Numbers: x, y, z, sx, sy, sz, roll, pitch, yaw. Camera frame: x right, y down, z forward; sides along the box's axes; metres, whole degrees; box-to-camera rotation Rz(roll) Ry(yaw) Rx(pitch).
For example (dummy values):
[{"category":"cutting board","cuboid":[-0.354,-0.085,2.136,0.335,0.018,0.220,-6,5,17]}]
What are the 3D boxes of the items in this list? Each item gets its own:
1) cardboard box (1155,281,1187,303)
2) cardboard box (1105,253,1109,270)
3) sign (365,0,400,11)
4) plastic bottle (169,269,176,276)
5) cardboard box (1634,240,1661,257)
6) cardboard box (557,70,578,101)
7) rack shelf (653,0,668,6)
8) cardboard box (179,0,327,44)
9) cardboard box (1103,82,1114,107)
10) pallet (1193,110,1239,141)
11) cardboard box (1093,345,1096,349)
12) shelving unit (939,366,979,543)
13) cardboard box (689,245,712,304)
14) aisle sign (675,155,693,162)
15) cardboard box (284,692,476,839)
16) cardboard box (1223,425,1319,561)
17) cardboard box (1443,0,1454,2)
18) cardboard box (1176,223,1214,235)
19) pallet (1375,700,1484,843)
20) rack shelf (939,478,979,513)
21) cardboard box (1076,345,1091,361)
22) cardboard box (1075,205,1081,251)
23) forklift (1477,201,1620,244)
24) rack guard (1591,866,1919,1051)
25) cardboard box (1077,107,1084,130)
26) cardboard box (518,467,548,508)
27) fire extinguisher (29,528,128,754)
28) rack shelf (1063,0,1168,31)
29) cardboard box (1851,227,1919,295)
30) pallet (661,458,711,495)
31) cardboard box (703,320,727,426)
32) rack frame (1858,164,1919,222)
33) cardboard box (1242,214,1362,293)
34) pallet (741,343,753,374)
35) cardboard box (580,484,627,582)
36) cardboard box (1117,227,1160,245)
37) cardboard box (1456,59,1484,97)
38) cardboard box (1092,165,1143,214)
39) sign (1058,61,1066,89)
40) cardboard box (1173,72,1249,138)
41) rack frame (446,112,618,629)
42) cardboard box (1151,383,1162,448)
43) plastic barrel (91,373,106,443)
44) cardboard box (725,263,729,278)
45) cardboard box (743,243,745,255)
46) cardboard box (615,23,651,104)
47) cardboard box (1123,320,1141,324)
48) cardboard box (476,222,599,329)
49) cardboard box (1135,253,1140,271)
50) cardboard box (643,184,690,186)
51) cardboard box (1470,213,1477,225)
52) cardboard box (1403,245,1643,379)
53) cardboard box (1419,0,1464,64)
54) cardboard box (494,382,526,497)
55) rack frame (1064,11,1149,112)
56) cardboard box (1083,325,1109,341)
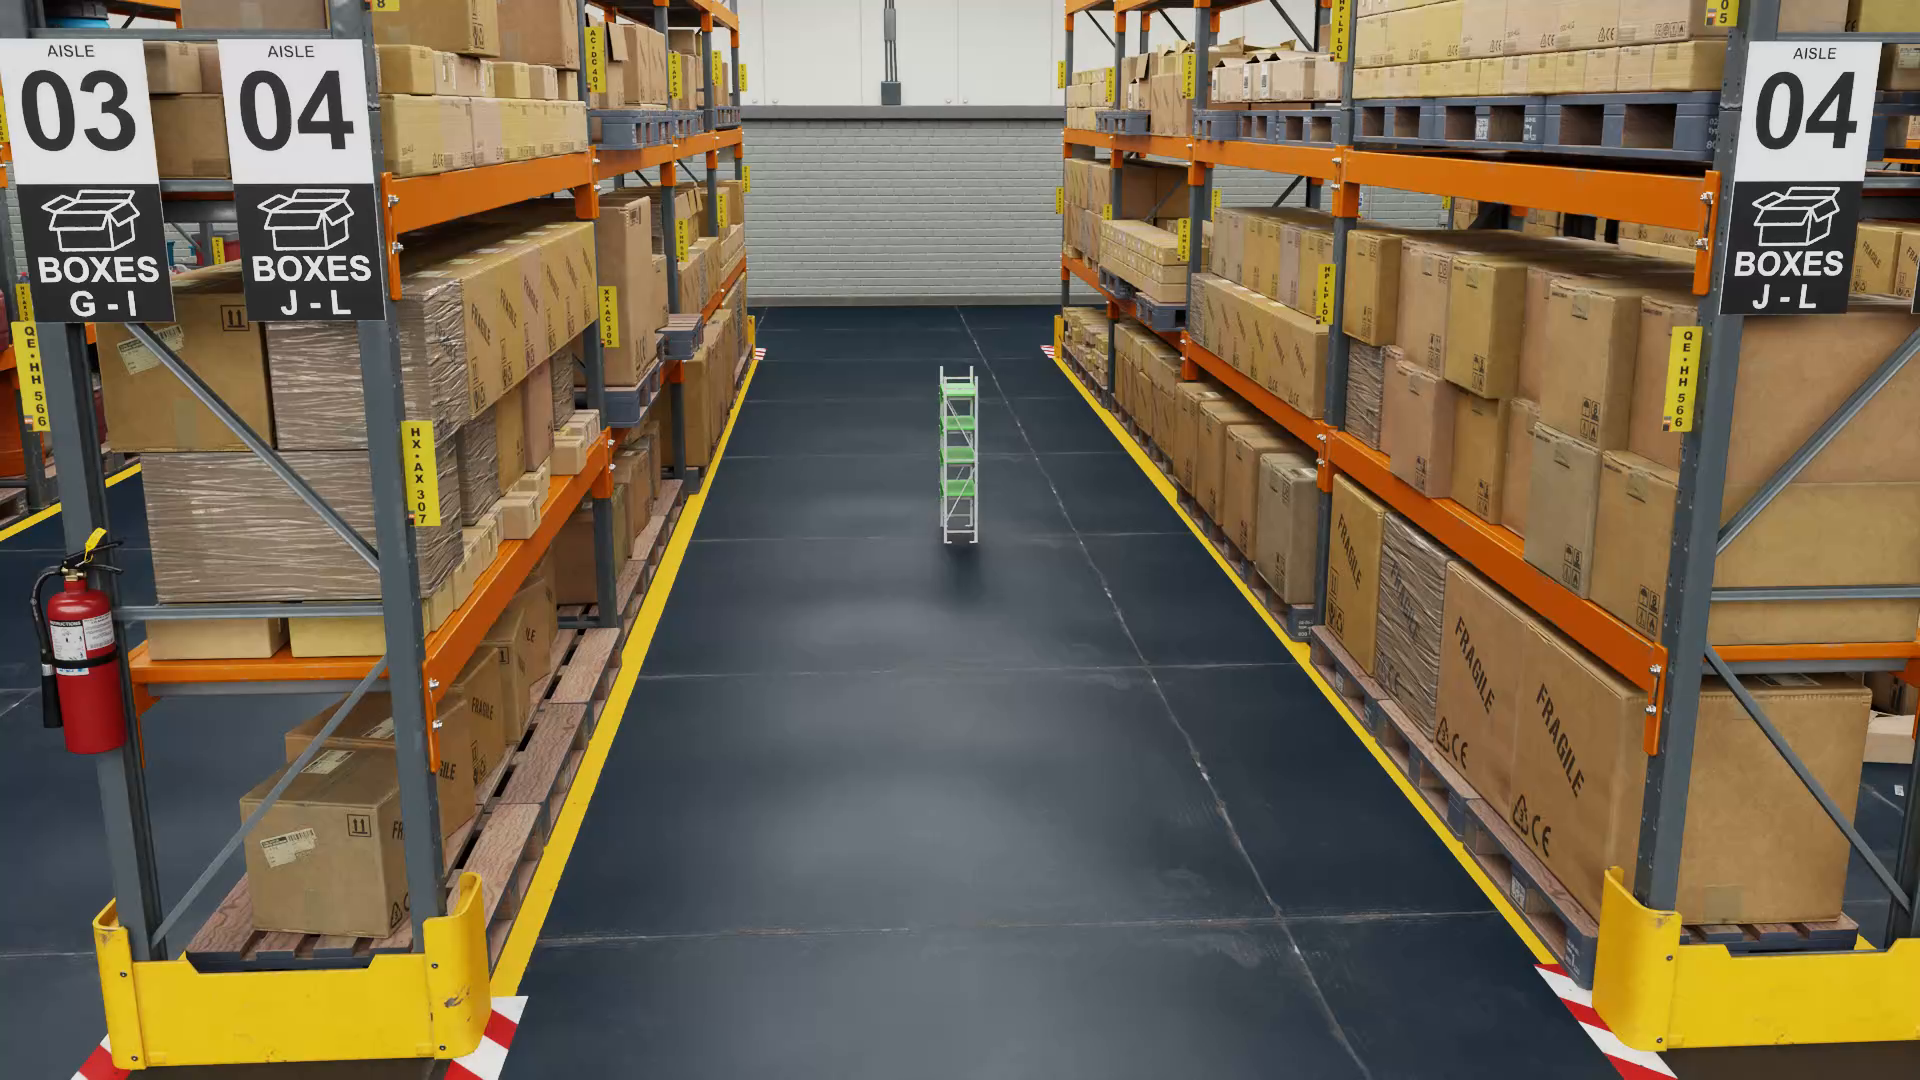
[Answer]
[{"category":"cardboard box","cuboid":[1.790,-2.012,13.486,0.380,0.149,0.250,-1,14,-3]},{"category":"cardboard box","cuboid":[1.620,-2.717,16.227,0.380,0.149,0.250,-1,14,-3]},{"category":"sign","cuboid":[-1.640,-1.658,4.675,0.100,0.325,0.005,-1,14,-3]},{"category":"plastic bottle","cuboid":[-7.499,-2.437,15.728,0.152,0.276,0.135,-1,14,-3]},{"category":"cardboard box","cuboid":[6.776,-2.711,15.842,0.500,0.250,0.500,-1,14,-3]},{"category":"cardboard box","cuboid":[-2.121,-2.265,8.290,0.380,0.149,0.250,0,14,-2]},{"category":"rack shelf","cuboid":[-2.554,-3.629,10.317,1.077,0.370,4.000,-1,14,-3]},{"category":"cardboard box","cuboid":[-2.531,-2.042,6.123,0.500,0.500,0.500,-1,14,-3]},{"category":"cardboard box","cuboid":[1.749,-4.542,16.938,0.500,0.250,0.500,-2,15,-6]},{"category":"pallet","cuboid":[2.372,-3.016,12.089,1.213,0.211,1.003,0,14,-1]},{"category":"cardboard box","cuboid":[1.678,-2.110,18.488,0.380,0.149,0.250,-1,14,-2]},{"category":"shelving unit","cuboid":[-0.010,-0.622,12.037,0.258,1.200,0.503,-1,14,-3]},{"category":"cardboard box","cuboid":[-2.561,-2.441,15.293,0.500,0.500,0.500,-1,14,-4]},{"category":"aisle sign","cuboid":[-3.477,-5.025,20.319,0.394,0.787,0.004,-1,14,-3]},{"category":"cardboard box","cuboid":[-2.275,0.930,6.565,0.500,0.500,0.500,3,15,11]},{"category":"cardboard box","cuboid":[2.343,-0.326,10.947,1.050,0.750,0.750,-1,14,-3]},{"category":"cardboard box","cuboid":[2.290,-2.376,7.083,0.380,0.149,0.250,-1,14,-4]},{"category":"cardboard box","cuboid":[2.282,-2.951,15.944,0.380,0.149,0.250,-1,14,-5]},{"category":"pallet","cuboid":[2.575,1.025,7.617,1.003,0.211,1.213,-1,14,-3]},{"category":"rack shelf","cuboid":[-0.010,-0.328,12.113,0.258,0.148,0.480,-1,14,-3]},{"category":"cardboard box","cuboid":[1.562,-2.175,19.340,0.380,0.149,0.250,-2,15,-6]},{"category":"cardboard box","cuboid":[1.612,-3.626,19.301,0.500,0.500,0.500,-1,14,-3]},{"category":"forklift","cuboid":[4.632,-1.754,12.962,1.130,2.935,3.031,-1,14,-3]},{"category":"rack guard","cuboid":[2.776,1.392,5.614,1.175,0.500,0.348,-1,14,-3]},{"category":"cardboard box","cuboid":[1.629,-4.809,18.980,0.500,0.250,0.500,-1,14,-5]},{"category":"cardboard box","cuboid":[-2.045,-0.224,7.382,0.380,0.149,0.250,-1,14,-3]},{"category":"fire extinguisher","cuboid":[-2.635,0.300,4.997,0.296,0.674,0.183,-1,14,-3]},{"category":"rack shelf","cuboid":[1.907,-5.862,18.200,1.077,0.370,4.000,-1,14,-3]},{"category":"cardboard box","cuboid":[7.050,-2.067,12.399,0.500,0.500,0.500,0,14,-1]},{"category":"pallet","cuboid":[-2.651,-0.610,13.972,1.003,0.211,1.213,-1,14,-3]},{"category":"cardboard box","cuboid":[-2.810,-1.551,15.456,1.225,0.875,0.875,-1,14,-5]},{"category":"rack frame","cuboid":[7.213,-1.916,13.453,1.000,3.000,0.127,-1,14,-3]},{"category":"cardboard box","cuboid":[2.364,-1.982,11.502,0.700,0.500,0.500,-1,14,-4]},{"category":"pallet","cuboid":[-3.046,-2.204,20.170,1.003,0.211,1.213,-1,14,-3]},{"category":"cardboard box","cuboid":[-2.457,-0.043,10.305,0.700,0.500,0.500,-1,14,-4]},{"category":"cardboard box","cuboid":[1.663,-2.815,15.415,0.380,0.149,0.250,-1,14,-4]},{"category":"cardboard box","cuboid":[2.304,-1.928,6.942,0.380,0.149,0.250,-1,14,-3]},{"category":"cardboard box","cuboid":[1.695,-3.727,17.688,0.500,0.500,0.500,-1,14,-5]},{"category":"sign","cuboid":[1.242,-5.671,20.276,0.100,0.325,0.005,-1,14,-3]},{"category":"cardboard box","cuboid":[1.990,-3.454,13.209,0.500,0.500,0.500,-1,14,-3]},{"category":"rack frame","cuboid":[-2.430,-0.768,8.992,1.000,3.000,0.127,-1,14,-3]},{"category":"cardboard box","cuboid":[1.949,-1.096,14.440,0.500,0.500,0.500,0,14,-1]},{"category":"plastic barrel","cuboid":[-7.738,-1.124,14.373,0.600,0.588,0.708,-1,14,-3]},{"category":"cardboard box","cuboid":[-2.645,-2.846,17.570,0.380,0.149,0.250,0,14,-2]},{"category":"cardboard box","cuboid":[-2.823,-3.547,20.298,0.380,0.149,0.250,-1,14,-2]},{"category":"cardboard box","cuboid":[-2.340,-3.141,10.989,0.500,0.500,0.500,-1,14,-2]},{"category":"cardboard box","cuboid":[2.101,-2.463,19.262,0.380,0.149,0.250,-1,14,-5]},{"category":"cardboard box","cuboid":[-2.127,-1.337,8.399,0.500,0.500,0.500,-1,14,-3]},{"category":"cardboard box","cuboid":[1.729,-2.412,14.445,0.380,0.149,0.250,-1,14,-4]},{"category":"cardboard box","cuboid":[-3.344,-3.810,19.015,0.500,0.500,0.500,-1,14,-5]},{"category":"cardboard box","cuboid":[6.520,-3.705,20.205,0.500,0.500,0.500,-1,14,-4]},{"category":"cardboard box","cuboid":[2.562,-1.051,7.625,0.875,0.550,0.550,-1,14,-3]},{"category":"cardboard box","cuboid":[2.342,-2.219,7.270,0.500,0.250,0.500,-1,14,-4]},{"category":"cardboard box","cuboid":[-2.347,-0.475,7.055,0.875,0.500,0.500,-1,14,-3]},{"category":"rack frame","cuboid":[1.783,-6.709,20.043,1.000,3.000,0.127,-1,14,-3]},{"category":"cardboard box","cuboid":[1.595,-2.328,18.738,0.380,0.149,0.250,-1,14,-5]}]
